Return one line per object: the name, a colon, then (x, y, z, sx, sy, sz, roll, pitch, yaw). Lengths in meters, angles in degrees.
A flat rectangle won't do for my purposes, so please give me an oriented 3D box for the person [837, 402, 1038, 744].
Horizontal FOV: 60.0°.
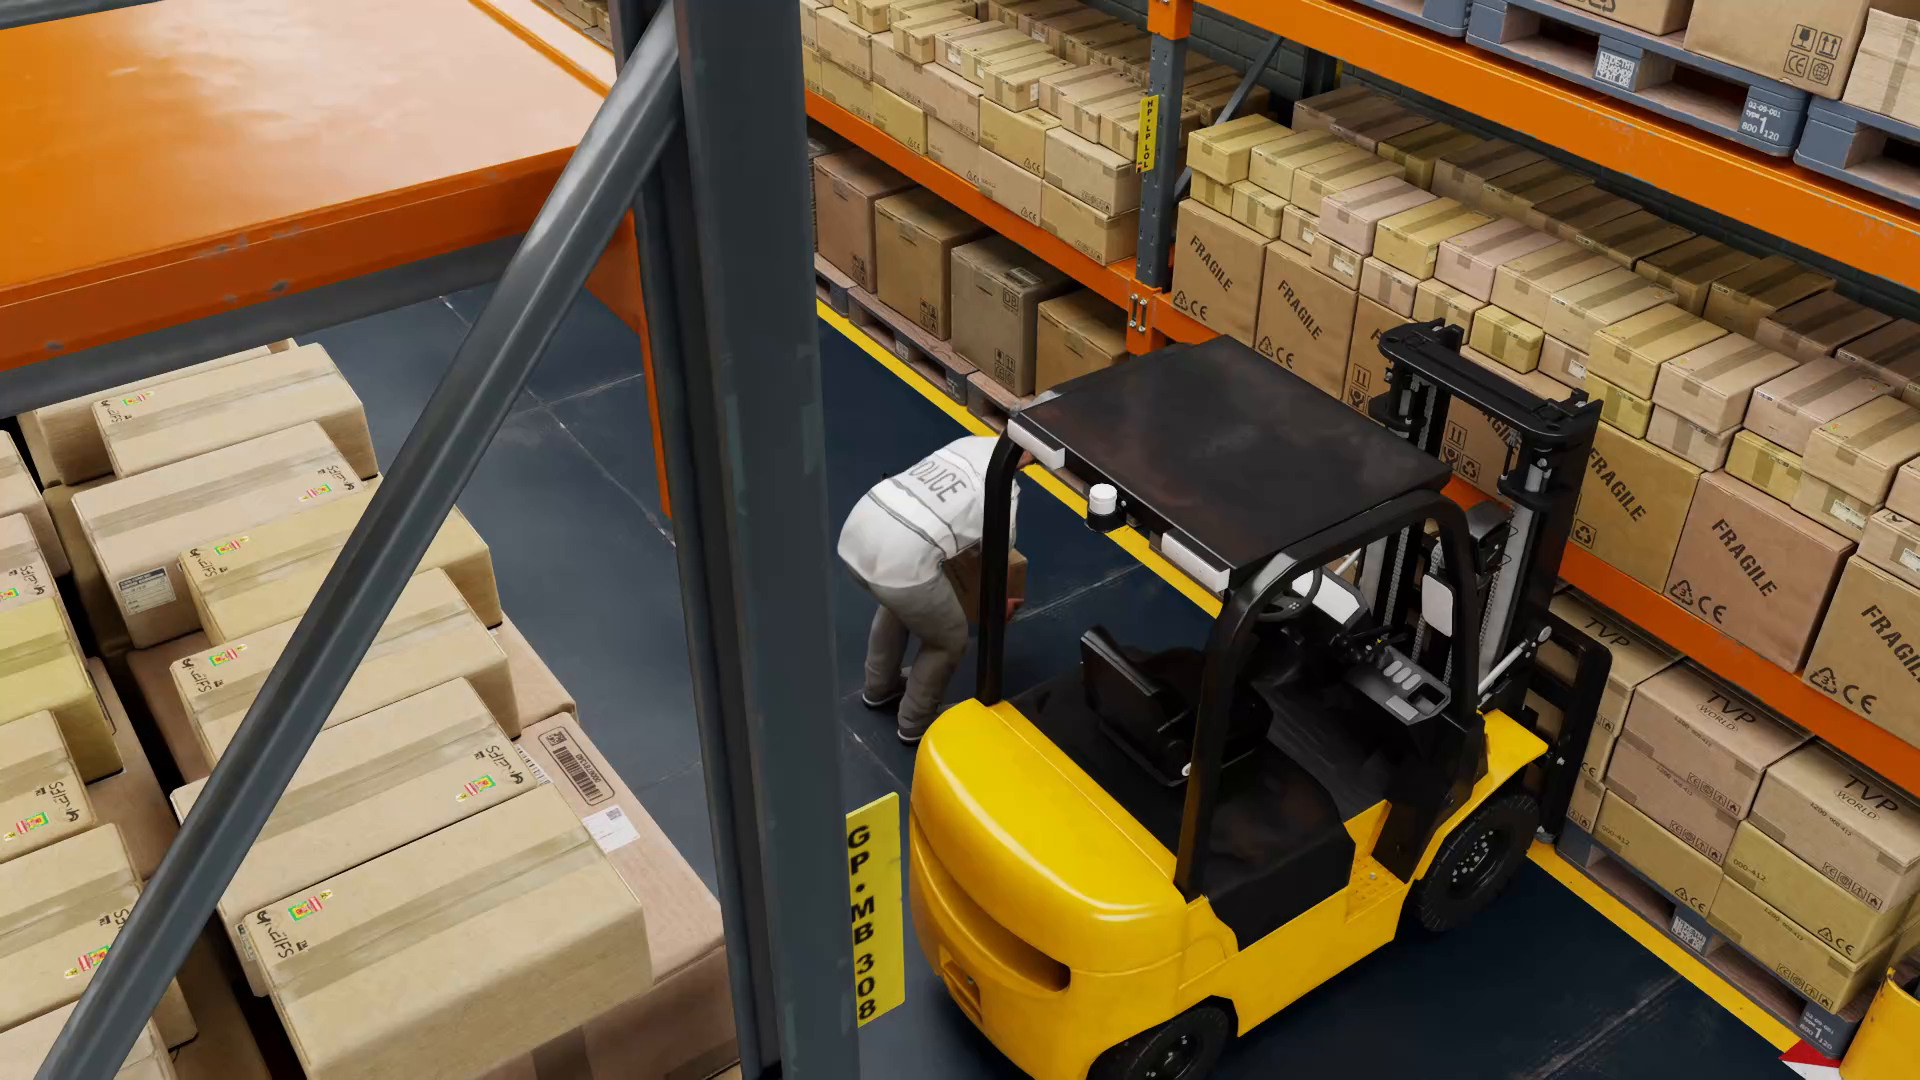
person: (-0.010, 0.125, 6.863, 1.016, 1.295, 0.486, -24, 42, -29)
